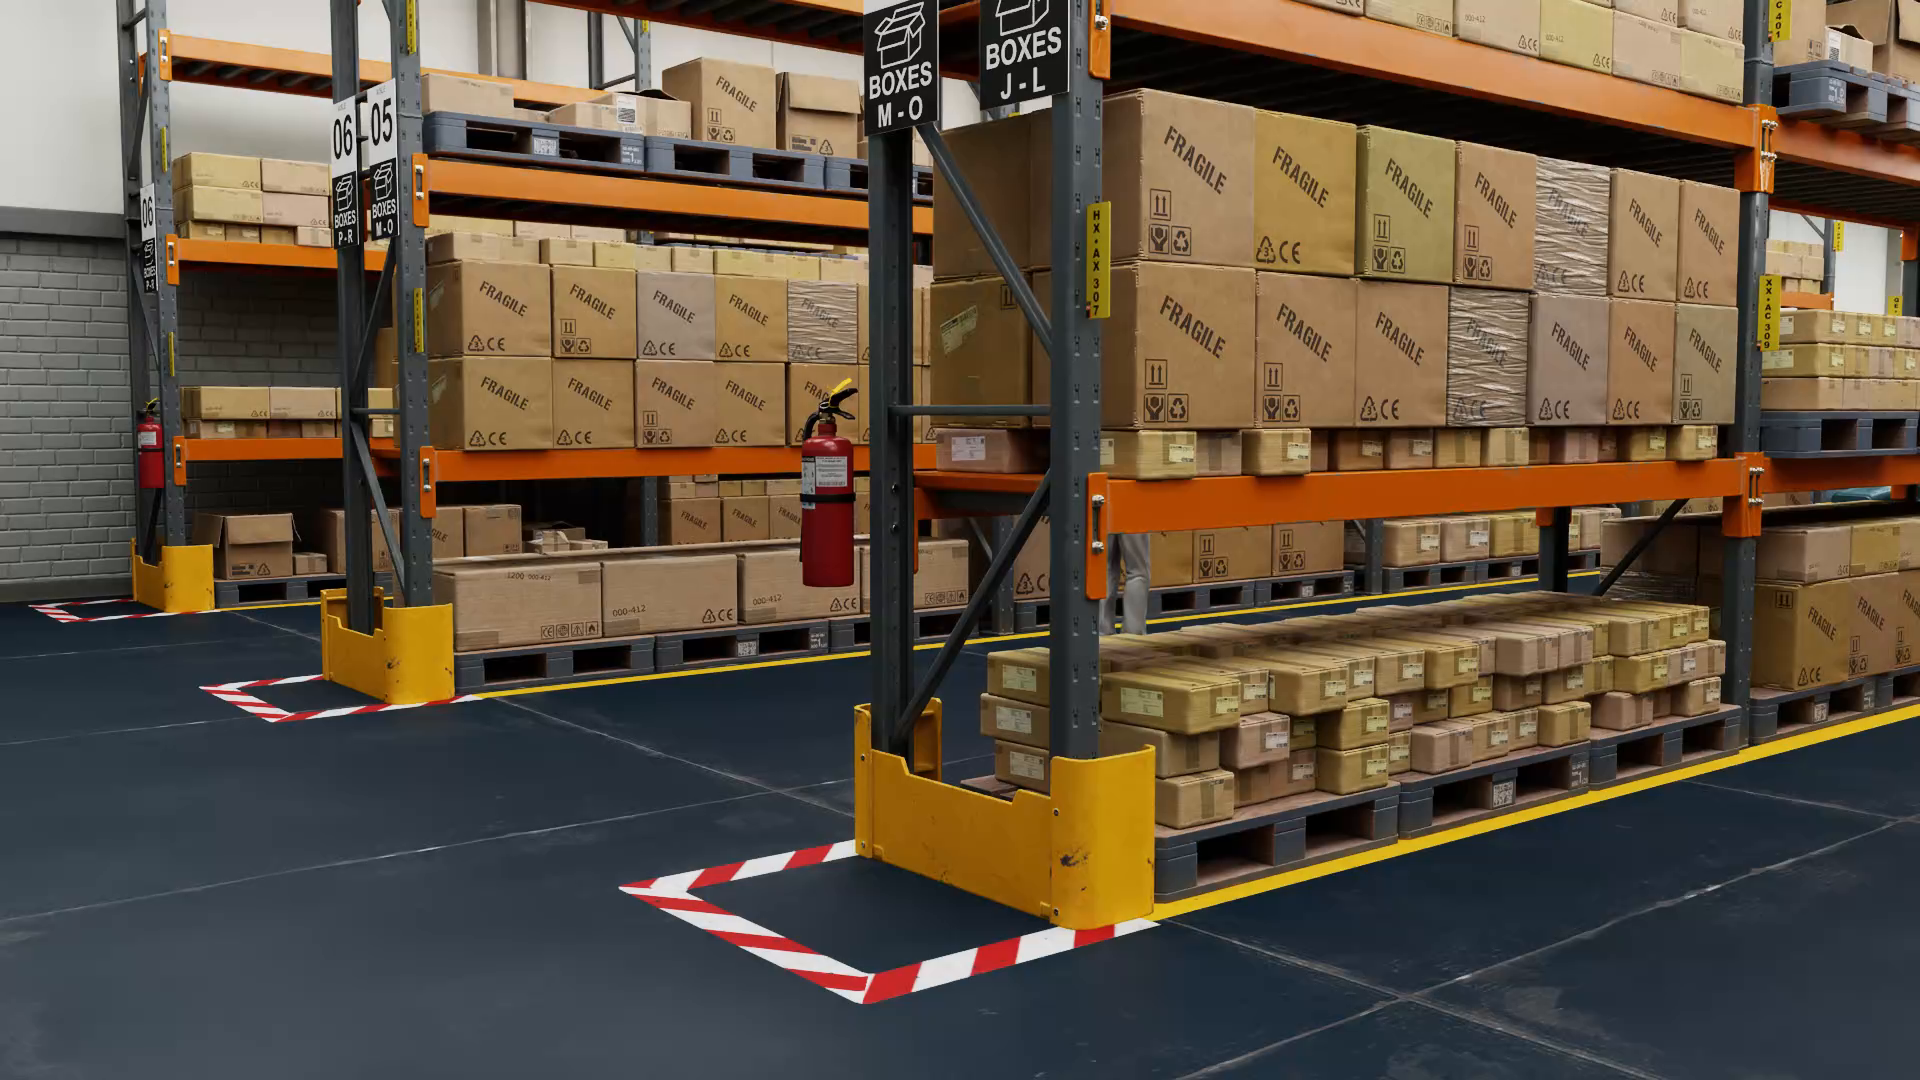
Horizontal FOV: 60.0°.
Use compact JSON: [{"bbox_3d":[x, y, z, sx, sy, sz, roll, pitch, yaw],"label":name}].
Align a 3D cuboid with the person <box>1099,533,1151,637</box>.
[{"bbox_3d":[1.047,-0.130,10.478,0.438,1.662,0.549,3,6,38],"label":"person"}]
